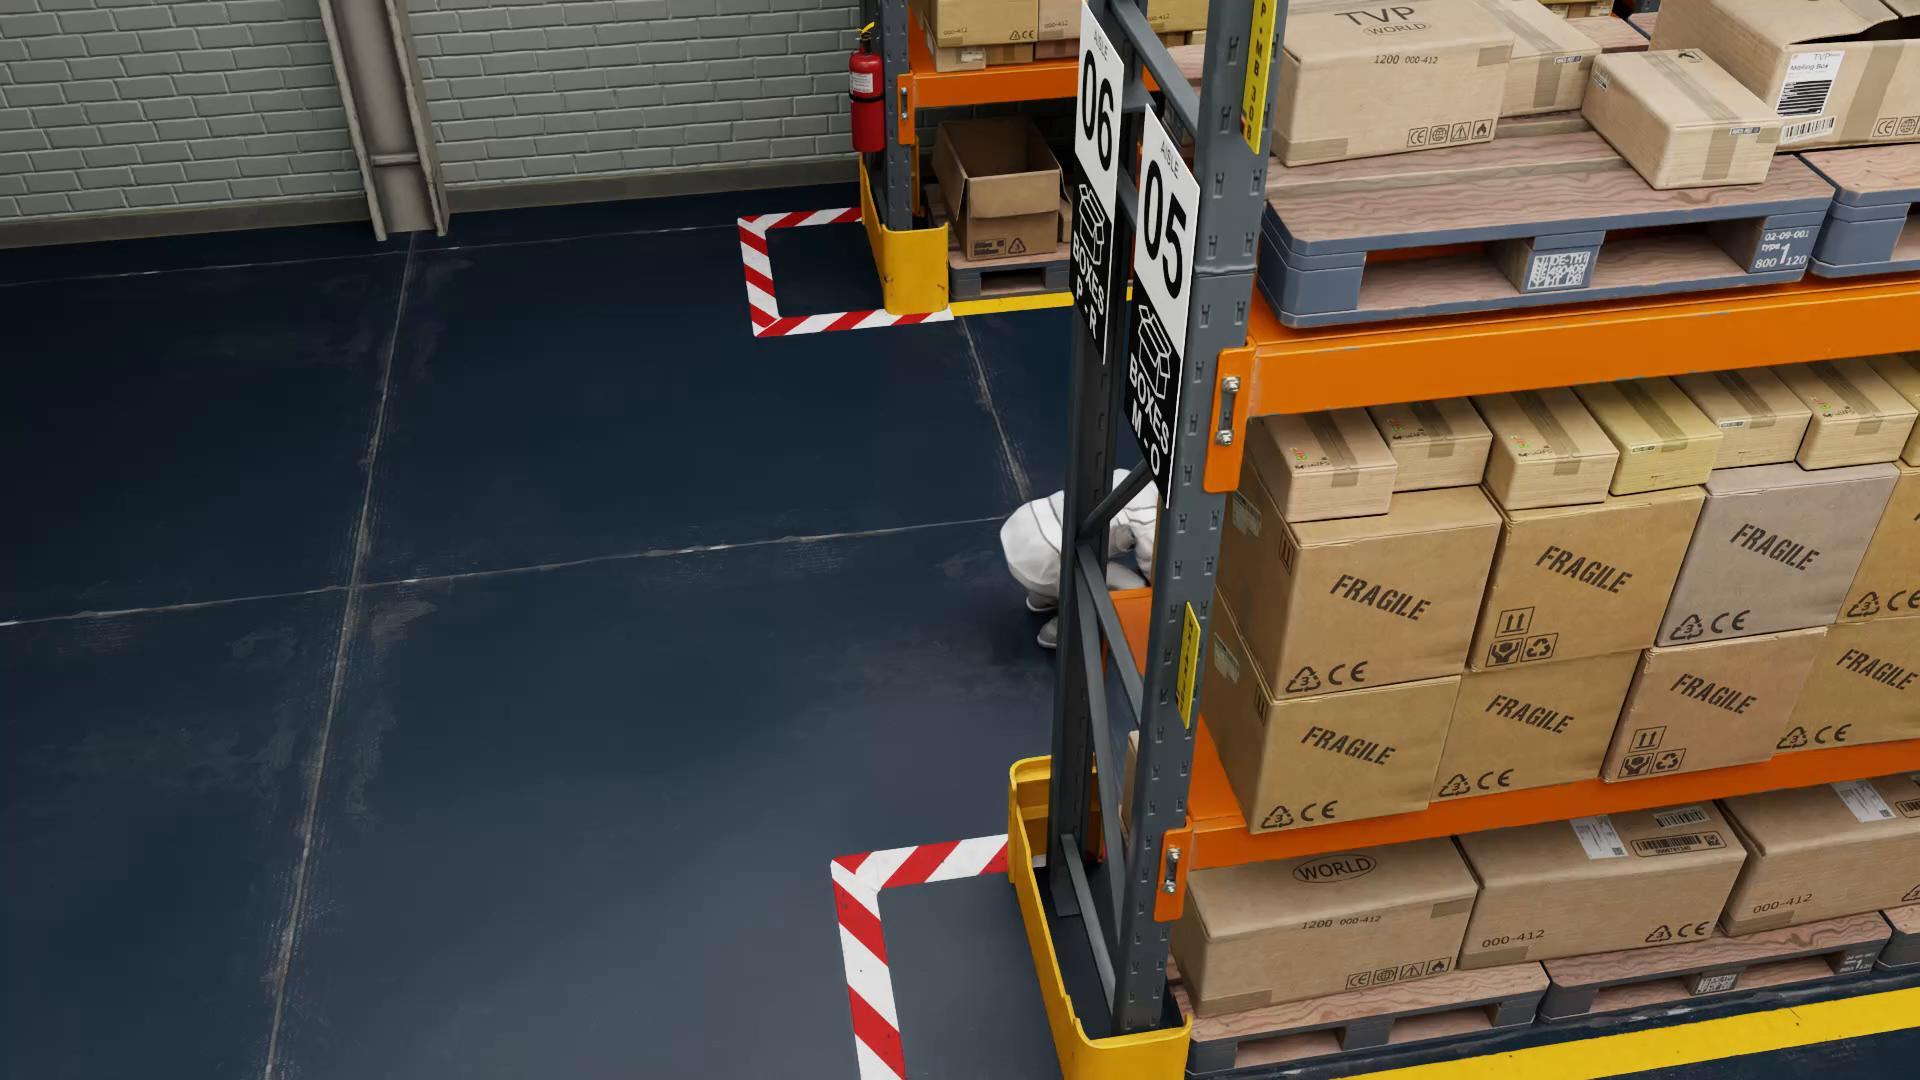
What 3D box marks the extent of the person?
[{"bbox_3d":[0.613,0.048,6.845,0.898,0.823,0.465,-7,39,-9],"label":"person"}]
